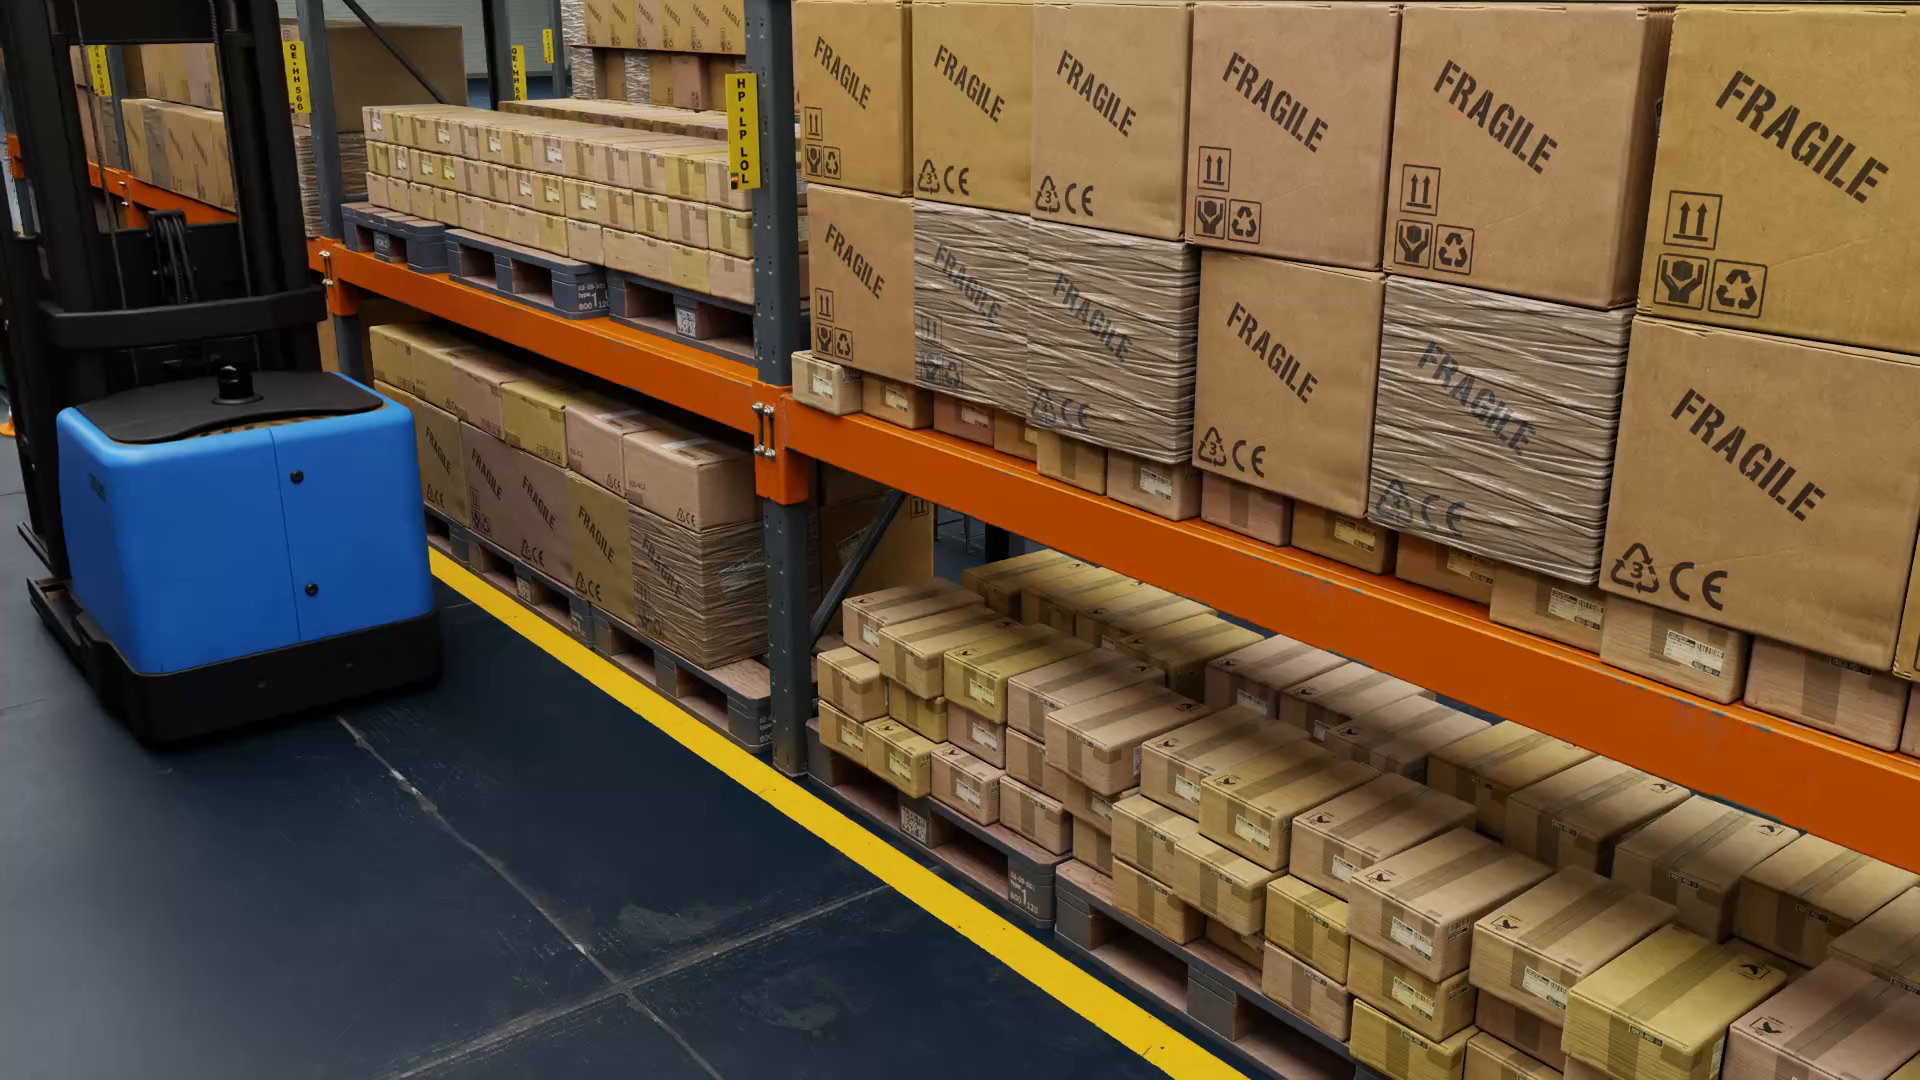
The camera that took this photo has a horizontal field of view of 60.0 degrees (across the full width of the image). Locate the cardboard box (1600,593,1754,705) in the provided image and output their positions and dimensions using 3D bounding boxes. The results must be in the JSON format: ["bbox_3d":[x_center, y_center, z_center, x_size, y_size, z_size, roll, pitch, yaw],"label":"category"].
[{"bbox_3d":[1.394,0.150,3.037,0.380,0.149,0.250,-13,22,-35],"label":"cardboard box"}]

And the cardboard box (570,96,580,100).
[{"bbox_3d":[-3.706,-4.408,16.802,0.380,0.149,0.250,-14,23,-36],"label":"cardboard box"}]

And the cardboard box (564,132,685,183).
[{"bbox_3d":[-1.238,-1.423,6.174,0.380,0.149,0.250,-15,23,-38],"label":"cardboard box"}]

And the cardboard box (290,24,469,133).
[{"bbox_3d":[-2.951,-2.364,8.481,0.700,0.500,0.500,-14,23,-36],"label":"cardboard box"}]

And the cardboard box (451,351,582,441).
[{"bbox_3d":[-1.829,-0.632,7.114,0.500,0.250,0.500,-14,23,-36],"label":"cardboard box"}]

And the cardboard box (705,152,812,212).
[{"bbox_3d":[-0.599,-1.167,5.401,0.380,0.149,0.250,-13,22,-34],"label":"cardboard box"}]

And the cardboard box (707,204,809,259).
[{"bbox_3d":[-0.598,-1.025,5.444,0.380,0.149,0.250,-13,22,-34],"label":"cardboard box"}]

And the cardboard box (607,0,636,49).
[{"bbox_3d":[-2.952,-4.871,15.578,0.500,0.500,0.500,-14,23,-36],"label":"cardboard box"}]

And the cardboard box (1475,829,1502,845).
[{"bbox_3d":[1.302,0.764,4.178,0.380,0.149,0.250,-13,22,-33],"label":"cardboard box"}]

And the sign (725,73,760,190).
[{"bbox_3d":[-0.629,-1.184,4.825,0.100,0.325,0.005,-14,23,-36],"label":"sign"}]

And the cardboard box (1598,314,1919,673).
[{"bbox_3d":[1.491,-0.135,2.867,0.500,0.500,0.500,-14,23,-37],"label":"cardboard box"}]

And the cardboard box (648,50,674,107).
[{"bbox_3d":[-2.394,-4.335,15.550,0.875,0.500,0.500,-14,23,-36],"label":"cardboard box"}]

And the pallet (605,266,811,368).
[{"bbox_3d":[-0.557,-0.870,6.022,1.003,0.211,1.213,-14,23,-36],"label":"pallet"}]

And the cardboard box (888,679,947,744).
[{"bbox_3d":[0.005,0.465,5.079,0.380,0.149,0.250,-14,23,-36],"label":"cardboard box"}]

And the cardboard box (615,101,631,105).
[{"bbox_3d":[-3.101,-4.158,16.046,0.380,0.149,0.250,-14,23,-36],"label":"cardboard box"}]

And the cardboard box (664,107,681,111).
[{"bbox_3d":[-2.496,-3.907,15.290,0.380,0.149,0.250,-14,23,-36],"label":"cardboard box"}]

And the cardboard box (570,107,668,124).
[{"bbox_3d":[-1.531,-1.869,7.520,0.380,0.149,0.250,-13,22,-35],"label":"cardboard box"}]

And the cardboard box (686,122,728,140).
[{"bbox_3d":[-0.884,-1.612,6.743,0.380,0.149,0.250,-13,22,-34],"label":"cardboard box"}]

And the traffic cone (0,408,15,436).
[{"bbox_3d":[-5.515,-0.886,9.801,0.336,0.463,0.334,-14,23,-36],"label":"traffic cone"}]

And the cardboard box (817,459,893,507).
[{"bbox_3d":[-0.448,-0.346,6.252,0.500,0.250,0.500,-15,24,-38],"label":"cardboard box"}]

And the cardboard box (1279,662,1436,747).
[{"bbox_3d":[1.096,0.472,4.587,0.380,0.149,0.250,-15,24,-38],"label":"cardboard box"}]

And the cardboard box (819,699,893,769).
[{"bbox_3d":[-0.222,0.562,5.259,0.380,0.149,0.250,-15,24,-38],"label":"cardboard box"}]

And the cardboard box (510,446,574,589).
[{"bbox_3d":[-1.487,-0.144,6.833,0.500,0.500,0.500,-15,23,-37],"label":"cardboard box"}]

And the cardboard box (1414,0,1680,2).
[{"bbox_3d":[1.274,-0.965,3.781,0.500,0.500,0.500,-15,23,-38],"label":"cardboard box"}]

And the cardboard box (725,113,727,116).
[{"bbox_3d":[-1.832,-3.672,14.578,0.380,0.149,0.250,-14,23,-36],"label":"cardboard box"}]

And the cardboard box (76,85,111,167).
[{"bbox_3d":[-5.761,-3.006,11.930,0.875,0.550,0.550,-14,23,-36],"label":"cardboard box"}]

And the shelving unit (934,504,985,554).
[{"bbox_3d":[0.033,-0.485,7.658,0.215,1.050,0.252,-14,23,-36],"label":"shelving unit"}]

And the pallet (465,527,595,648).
[{"bbox_3d":[-1.443,0.087,7.263,1.003,0.211,1.213,-14,23,-36],"label":"pallet"}]

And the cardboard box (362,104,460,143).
[{"bbox_3d":[-2.542,-1.939,7.733,0.380,0.149,0.250,-14,23,-36],"label":"cardboard box"}]

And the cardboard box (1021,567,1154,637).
[{"bbox_3d":[0.418,0.220,5.348,0.380,0.149,0.250,-14,23,-35],"label":"cardboard box"}]

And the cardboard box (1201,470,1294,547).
[{"bbox_3d":[0.782,-0.119,3.850,0.380,0.149,0.250,-13,22,-34],"label":"cardboard box"}]

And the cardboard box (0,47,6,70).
[{"bbox_3d":[-7.447,-4.186,13.775,0.875,0.550,0.550,-14,23,-36],"label":"cardboard box"}]

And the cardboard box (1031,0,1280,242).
[{"bbox_3d":[0.515,-0.994,3.868,0.500,0.500,0.500,-14,23,-35],"label":"cardboard box"}]

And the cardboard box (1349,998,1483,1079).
[{"bbox_3d":[1.090,1.072,3.719,0.380,0.149,0.250,-15,24,-38],"label":"cardboard box"}]

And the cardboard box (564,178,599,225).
[{"bbox_3d":[-1.248,-1.282,6.221,0.380,0.149,0.250,-15,24,-39],"label":"cardboard box"}]

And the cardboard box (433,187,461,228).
[{"bbox_3d":[-2.057,-1.461,7.235,0.380,0.149,0.250,-13,22,-34],"label":"cardboard box"}]

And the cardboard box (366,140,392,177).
[{"bbox_3d":[-2.537,-1.793,7.763,0.380,0.149,0.250,-13,22,-34],"label":"cardboard box"}]

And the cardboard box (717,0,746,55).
[{"bbox_3d":[-1.708,-4.379,14.092,0.500,0.500,0.500,-14,23,-36],"label":"cardboard box"}]

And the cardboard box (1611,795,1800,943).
[{"bbox_3d":[1.688,0.741,3.772,0.380,0.149,0.250,-15,24,-39],"label":"cardboard box"}]

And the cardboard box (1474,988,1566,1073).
[{"bbox_3d":[1.326,0.966,3.567,0.380,0.149,0.250,-14,23,-37],"label":"cardboard box"}]

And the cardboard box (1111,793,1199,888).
[{"bbox_3d":[0.610,0.732,4.273,0.380,0.149,0.250,-14,23,-37],"label":"cardboard box"}]

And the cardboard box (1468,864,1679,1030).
[{"bbox_3d":[1.277,0.844,3.463,0.380,0.149,0.250,-15,24,-38],"label":"cardboard box"}]

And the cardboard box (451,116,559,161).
[{"bbox_3d":[-1.894,-1.682,6.955,0.380,0.149,0.250,-13,22,-34],"label":"cardboard box"}]

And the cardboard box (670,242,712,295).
[{"bbox_3d":[-0.760,-0.947,5.683,0.380,0.149,0.250,-14,23,-36],"label":"cardboard box"}]

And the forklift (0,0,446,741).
[{"bbox_3d":[-3.216,-1.109,6.549,1.130,2.935,3.031,-14,23,-36],"label":"forklift"}]

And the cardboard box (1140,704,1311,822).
[{"bbox_3d":[0.683,0.575,4.276,0.380,0.149,0.250,-15,24,-38],"label":"cardboard box"}]

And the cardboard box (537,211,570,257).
[{"bbox_3d":[-1.409,-1.204,6.457,0.380,0.149,0.250,-13,22,-34],"label":"cardboard box"}]

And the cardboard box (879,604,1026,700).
[{"bbox_3d":[-0.020,0.332,5.008,0.380,0.149,0.250,-13,22,-33],"label":"cardboard box"}]

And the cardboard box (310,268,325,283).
[{"bbox_3d":[-3.533,-1.243,9.756,1.050,0.750,0.750,-14,23,-35],"label":"cardboard box"}]

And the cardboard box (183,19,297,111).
[{"bbox_3d":[-4.216,-2.865,9.994,0.700,0.500,0.500,-14,23,-36],"label":"cardboard box"}]

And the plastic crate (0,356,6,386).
[{"bbox_3d":[-6.298,-1.195,11.081,0.450,0.188,0.662,7,17,-11],"label":"plastic crate"}]

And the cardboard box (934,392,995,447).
[{"bbox_3d":[0.148,-0.386,4.657,0.380,0.149,0.250,-15,24,-38],"label":"cardboard box"}]

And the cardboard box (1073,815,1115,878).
[{"bbox_3d":[0.529,0.791,4.568,0.380,0.149,0.250,-15,24,-38],"label":"cardboard box"}]

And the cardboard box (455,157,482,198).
[{"bbox_3d":[-1.888,-1.537,6.992,0.380,0.149,0.250,-14,23,-36],"label":"cardboard box"}]

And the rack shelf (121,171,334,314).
[{"bbox_3d":[-3.922,-1.881,9.915,1.077,0.370,4.000,-14,23,-36],"label":"rack shelf"}]

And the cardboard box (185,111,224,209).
[{"bbox_3d":[-4.110,-2.207,9.598,0.500,0.500,0.500,-14,23,-35],"label":"cardboard box"}]

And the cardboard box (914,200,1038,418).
[{"bbox_3d":[0.226,-0.641,4.394,0.500,0.500,0.500,-14,23,-36],"label":"cardboard box"}]

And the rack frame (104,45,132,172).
[{"bbox_3d":[-5.163,-2.715,11.291,1.000,3.000,0.127,-14,23,-36],"label":"rack frame"}]
